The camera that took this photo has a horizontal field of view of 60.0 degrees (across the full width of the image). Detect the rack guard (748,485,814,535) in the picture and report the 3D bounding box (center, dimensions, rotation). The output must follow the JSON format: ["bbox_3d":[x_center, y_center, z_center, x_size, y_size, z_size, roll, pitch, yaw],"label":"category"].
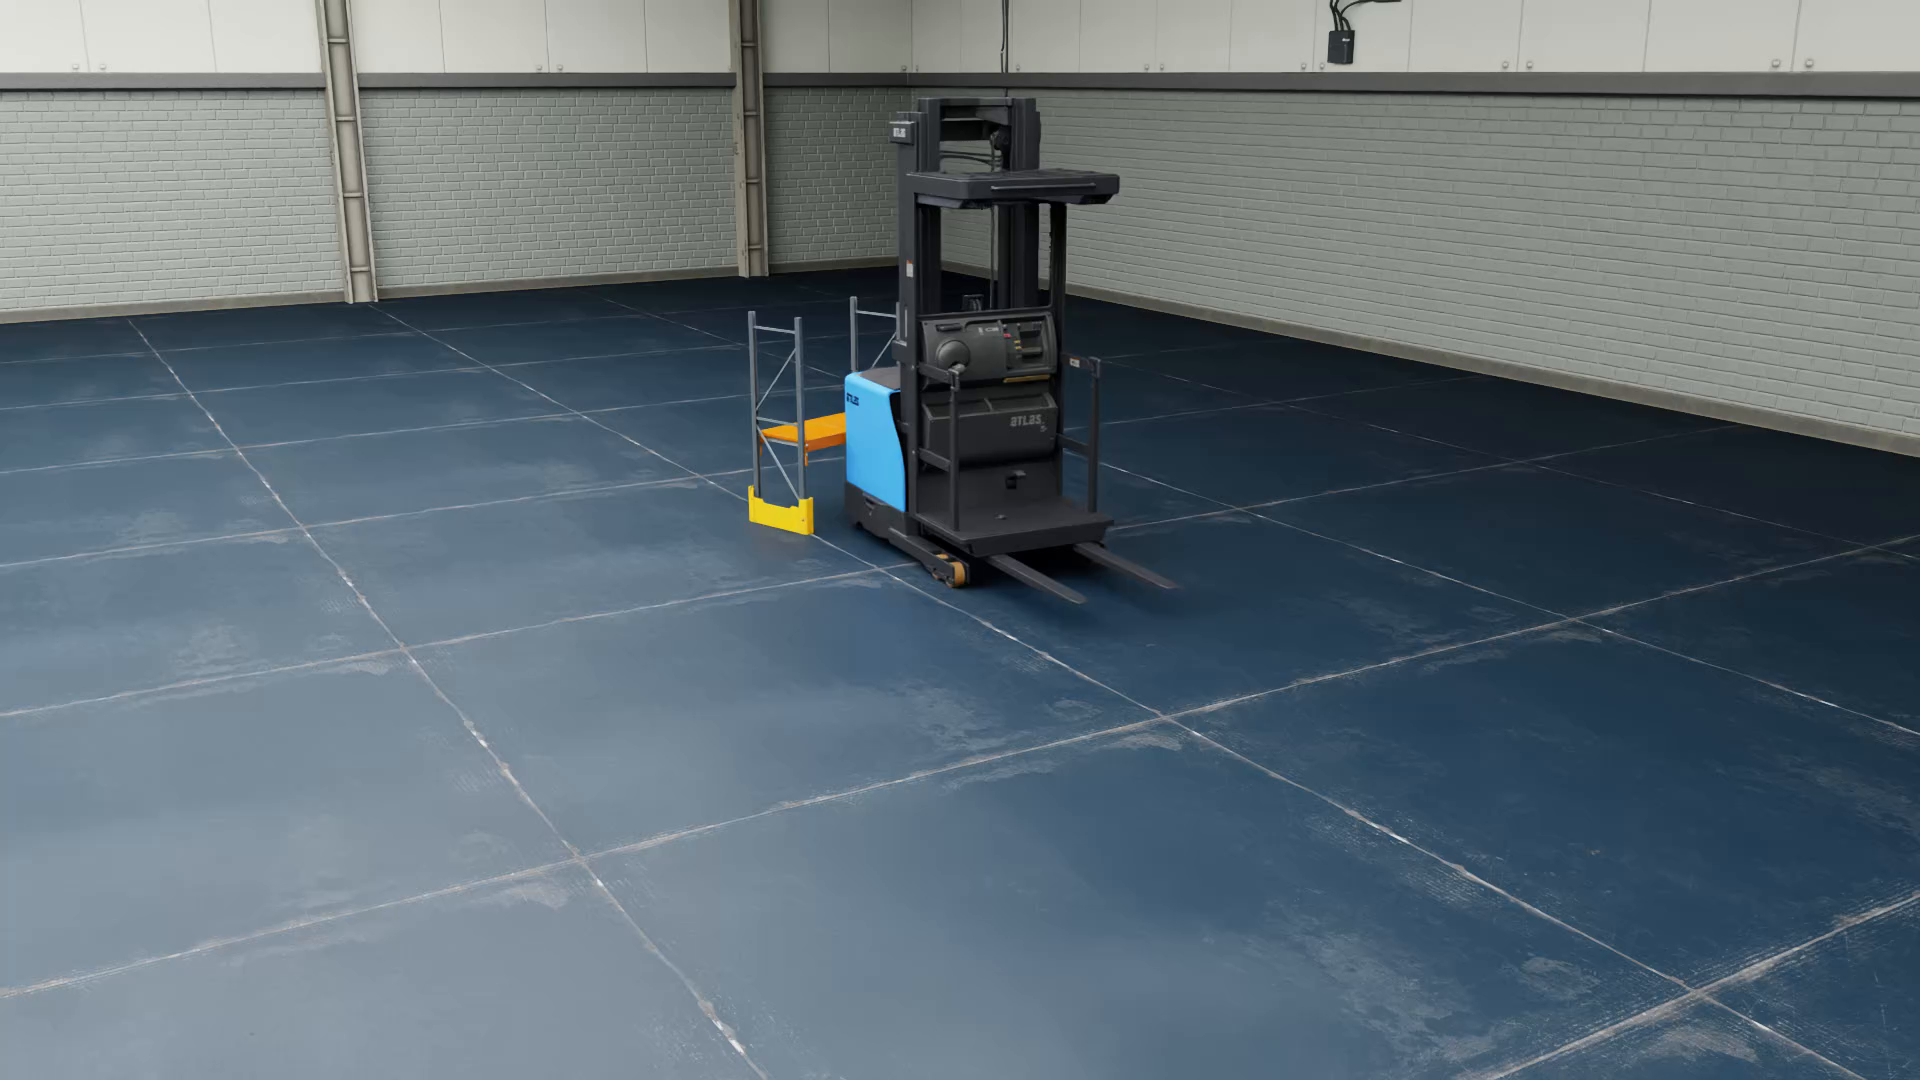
[{"bbox_3d":[-1.263,-0.214,11.712,0.587,0.250,0.087,13,20,38],"label":"rack guard"}]

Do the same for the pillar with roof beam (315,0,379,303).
[{"bbox_3d":[-6.198,-6.694,18.618,0.400,9.000,9.100,-9,18,-30],"label":"pillar with roof beam"}]

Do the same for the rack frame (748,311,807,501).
[{"bbox_3d":[-1.264,-0.816,11.542,0.500,1.500,0.032,13,20,38],"label":"rack frame"}]

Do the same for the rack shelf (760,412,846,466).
[{"bbox_3d":[-0.936,-0.748,11.965,0.538,0.185,1.000,13,20,38],"label":"rack shelf"}]

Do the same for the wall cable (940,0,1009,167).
[{"bbox_3d":[-0.066,-7.132,25.935,0.112,2.526,3.097,-9,18,-30],"label":"wall cable"}]

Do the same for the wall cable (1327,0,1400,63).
[{"bbox_3d":[4.810,-8.067,17.213,0.169,6.003,2.305,-9,18,-30],"label":"wall cable"}]

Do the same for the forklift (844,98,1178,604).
[{"bbox_3d":[0.289,-1.248,10.431,1.130,2.935,3.031,-8,17,-25],"label":"forklift"}]

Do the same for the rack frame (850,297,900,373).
[{"bbox_3d":[-0.608,-1.026,12.290,0.500,1.500,0.032,13,20,38],"label":"rack frame"}]

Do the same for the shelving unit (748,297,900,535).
[{"bbox_3d":[-0.942,-0.919,11.909,0.587,1.500,1.083,13,20,38],"label":"shelving unit"}]

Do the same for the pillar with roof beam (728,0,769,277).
[{"bbox_3d":[-1.055,-7.528,21.593,0.400,9.000,9.100,-9,18,-30],"label":"pillar with roof beam"}]
